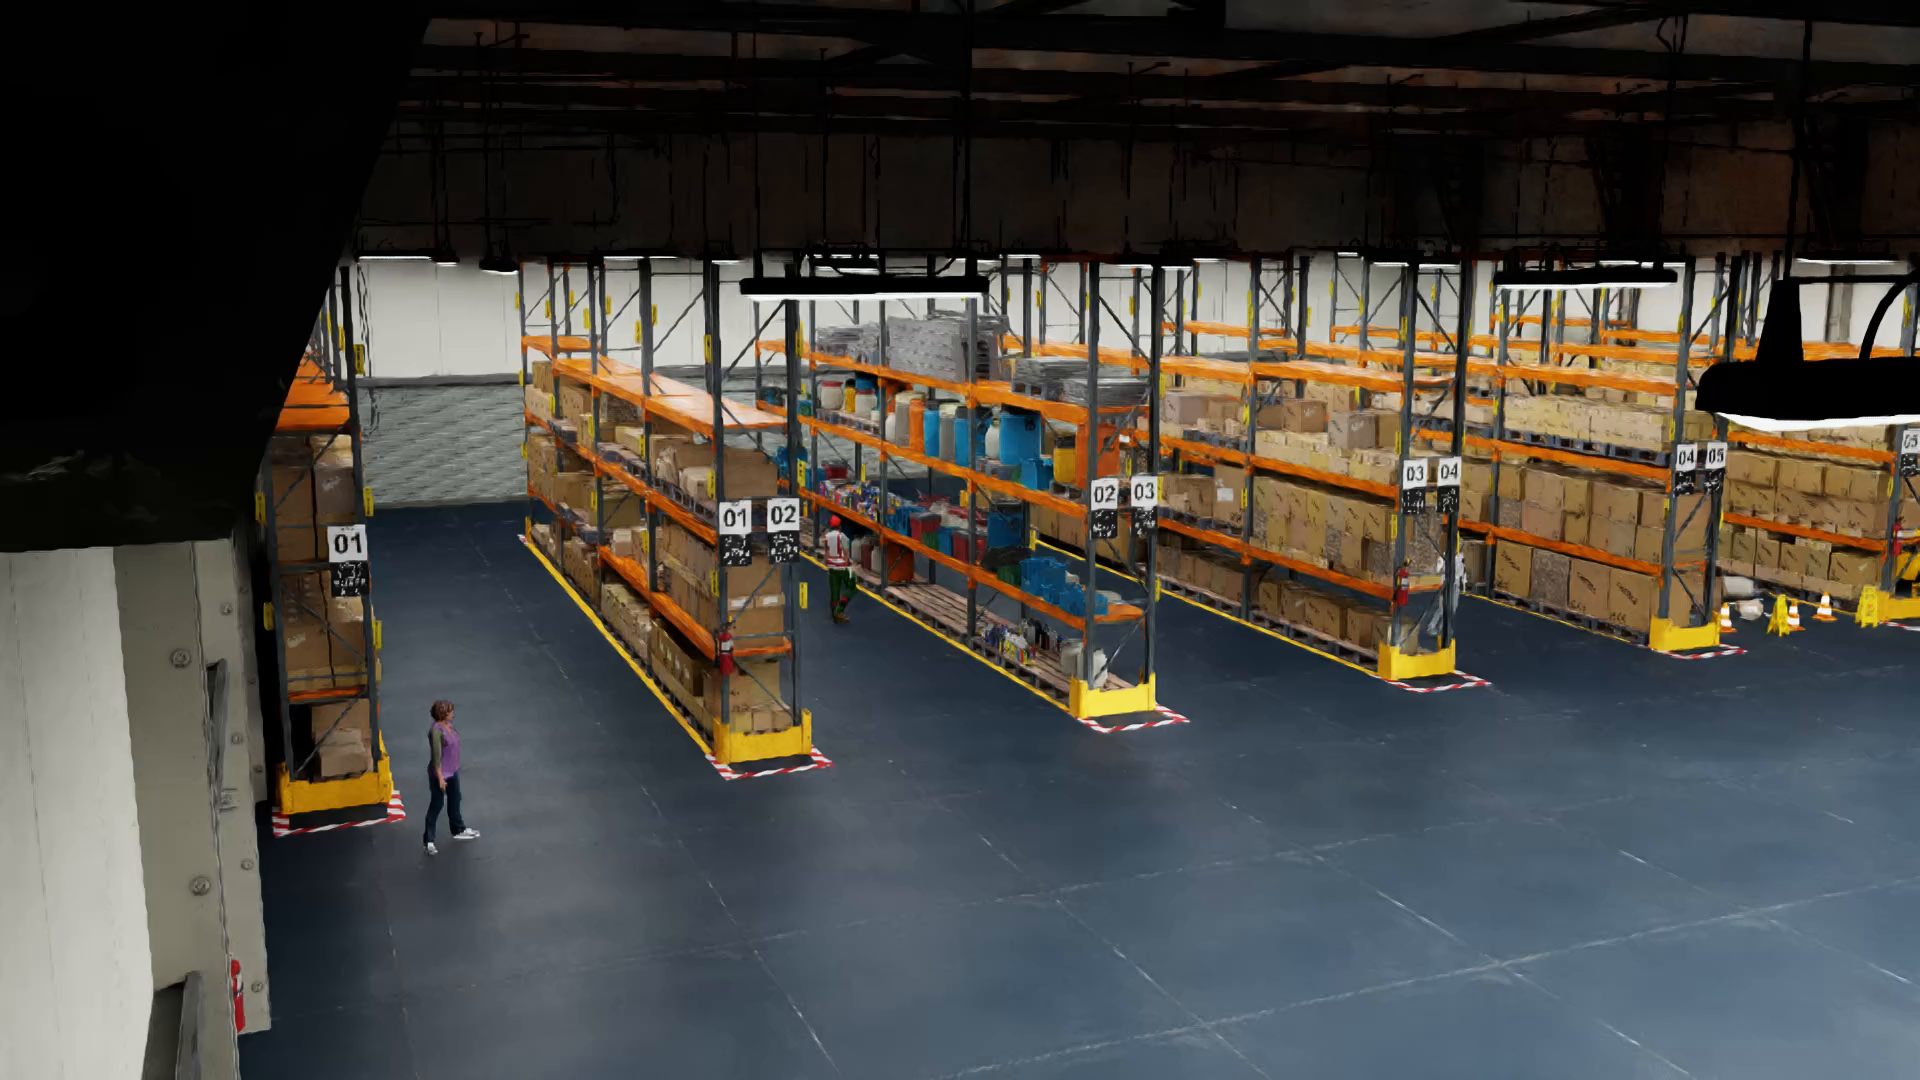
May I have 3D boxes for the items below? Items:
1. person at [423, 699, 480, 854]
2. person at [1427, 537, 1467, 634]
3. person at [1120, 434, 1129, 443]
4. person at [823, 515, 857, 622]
[{"bbox_3d":[-5.360,2.424,17.316,0.462,1.587,0.600,1,10,5],"label":"person"},{"bbox_3d":[7.821,0.722,26.618,0.639,1.628,0.506,-5,11,-25],"label":"person"},{"bbox_3d":[4.208,-2.126,41.684,0.637,1.767,0.387,8,13,36],"label":"person"},{"bbox_3d":[-2.011,0.445,27.480,0.594,1.732,0.443,8,13,37],"label":"person"}]
